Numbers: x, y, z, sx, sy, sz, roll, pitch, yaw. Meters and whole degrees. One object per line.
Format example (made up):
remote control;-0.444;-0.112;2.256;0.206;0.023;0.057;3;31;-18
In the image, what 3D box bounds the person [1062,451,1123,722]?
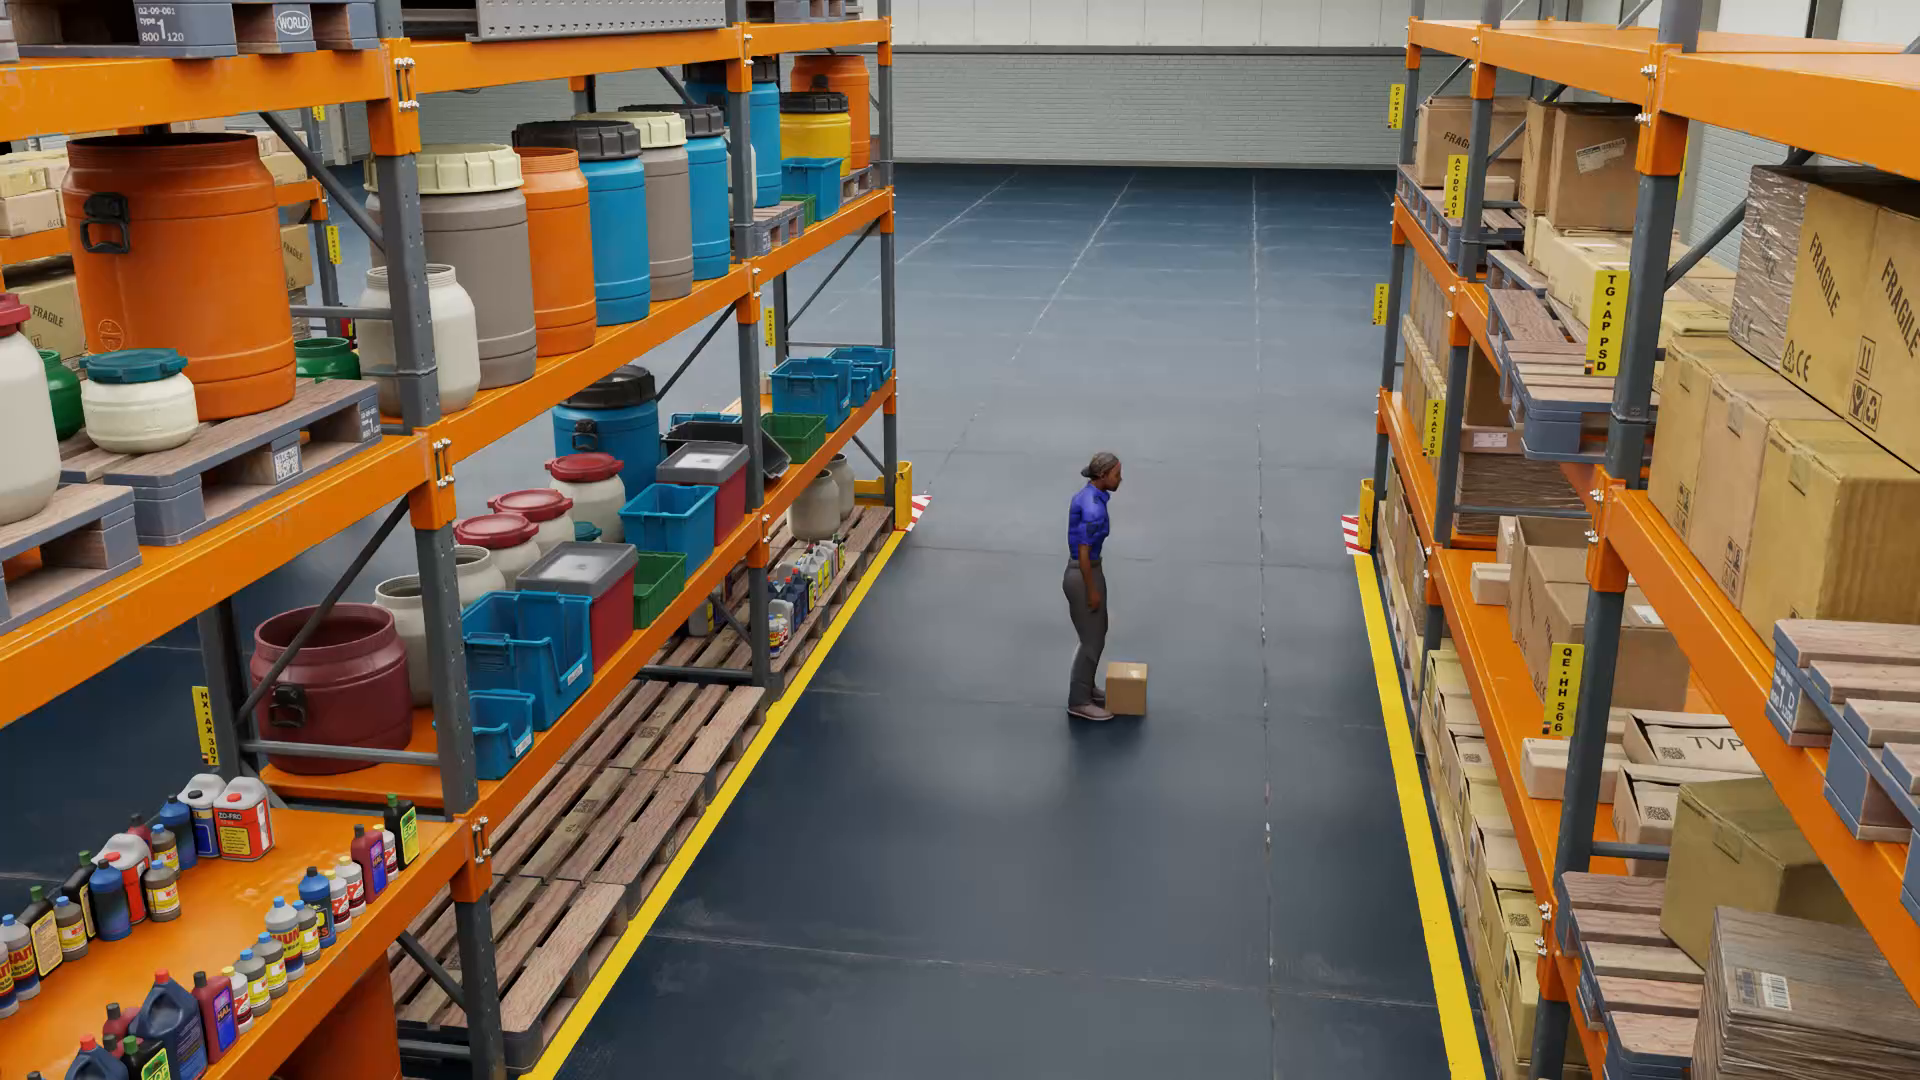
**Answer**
person;0.811;0.260;10.266;0.343;1.653;0.523;2;18;6
